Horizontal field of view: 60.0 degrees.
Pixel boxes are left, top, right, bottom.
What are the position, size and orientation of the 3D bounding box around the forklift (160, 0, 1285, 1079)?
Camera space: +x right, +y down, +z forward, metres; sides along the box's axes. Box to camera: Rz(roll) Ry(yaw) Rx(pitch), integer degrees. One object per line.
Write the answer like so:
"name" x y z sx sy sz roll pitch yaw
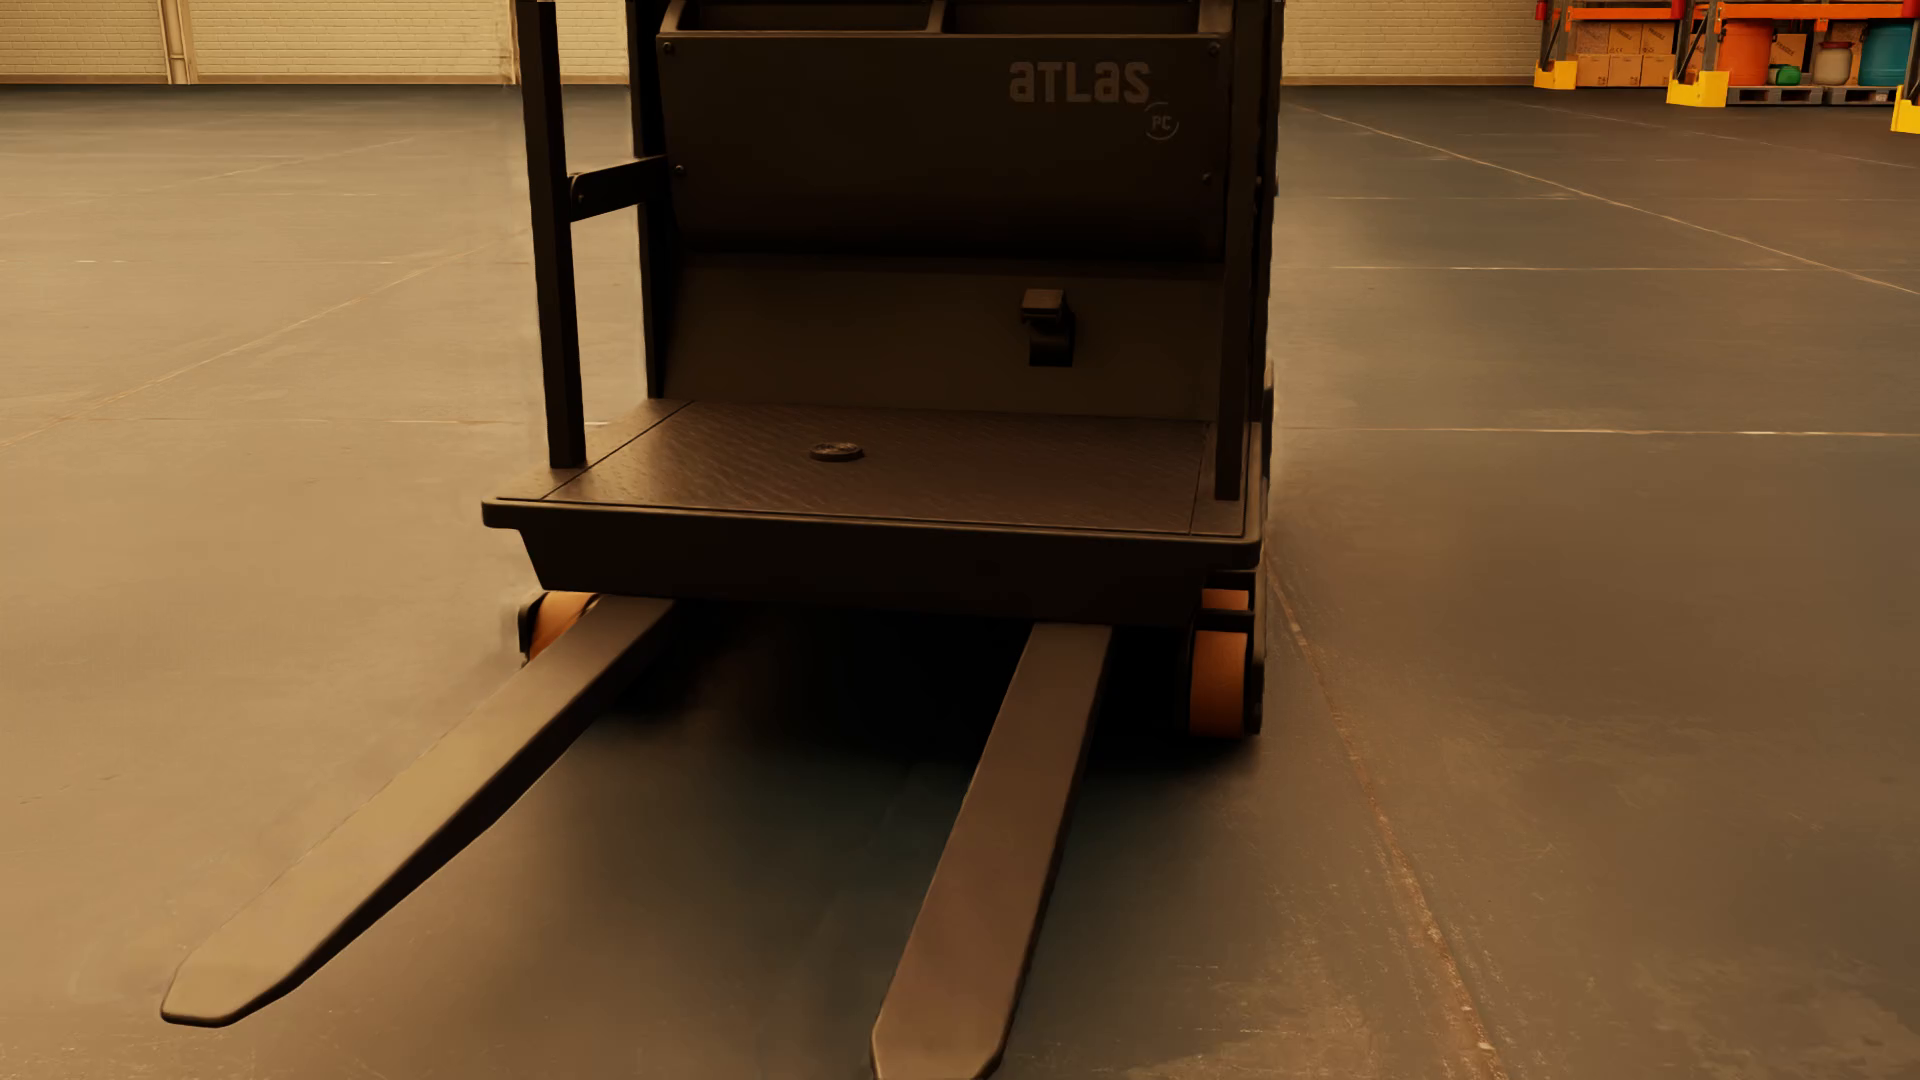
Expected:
"forklift" -0.062 -1.221 2.362 1.130 2.935 3.031 3 18 10
